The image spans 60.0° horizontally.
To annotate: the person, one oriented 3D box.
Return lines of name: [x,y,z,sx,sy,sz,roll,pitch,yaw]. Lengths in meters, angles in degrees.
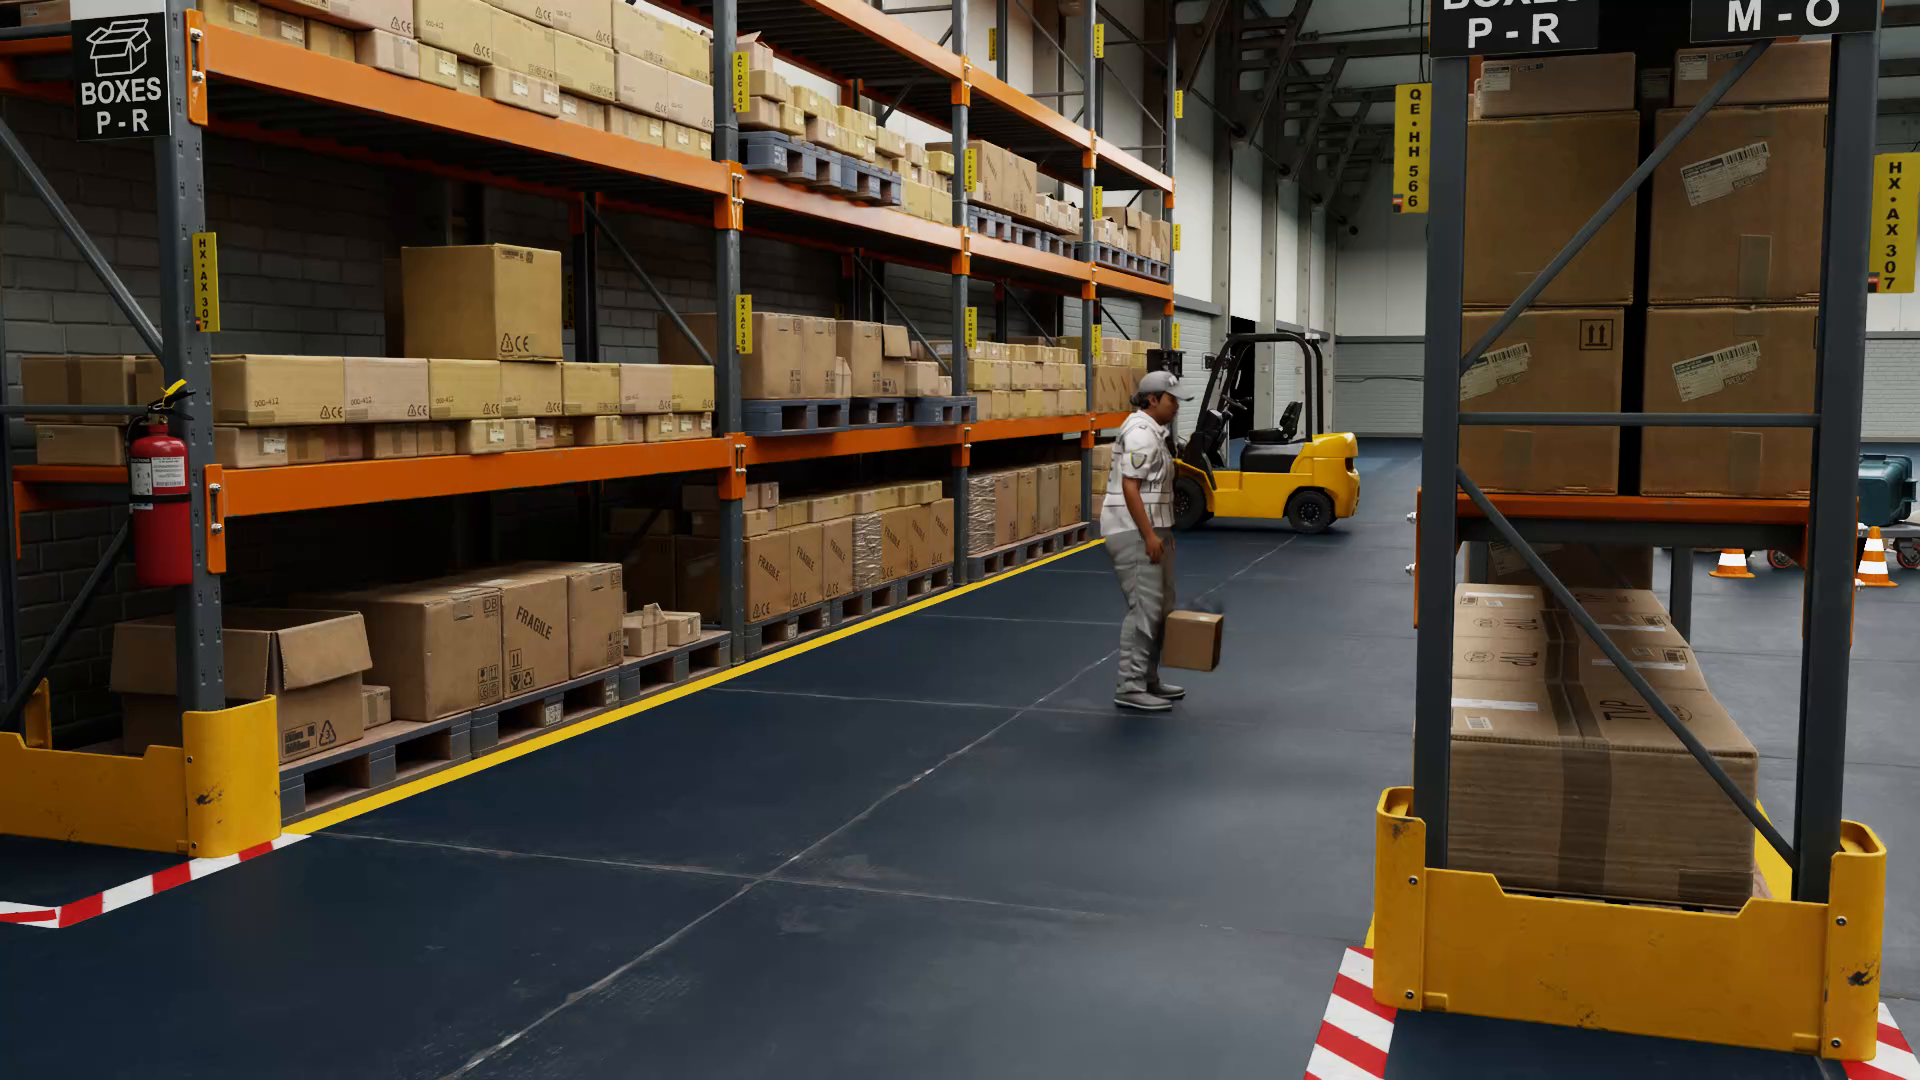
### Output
person: [0.939,-0.013,8.343,0.451,1.668,0.532,2,6,17]
